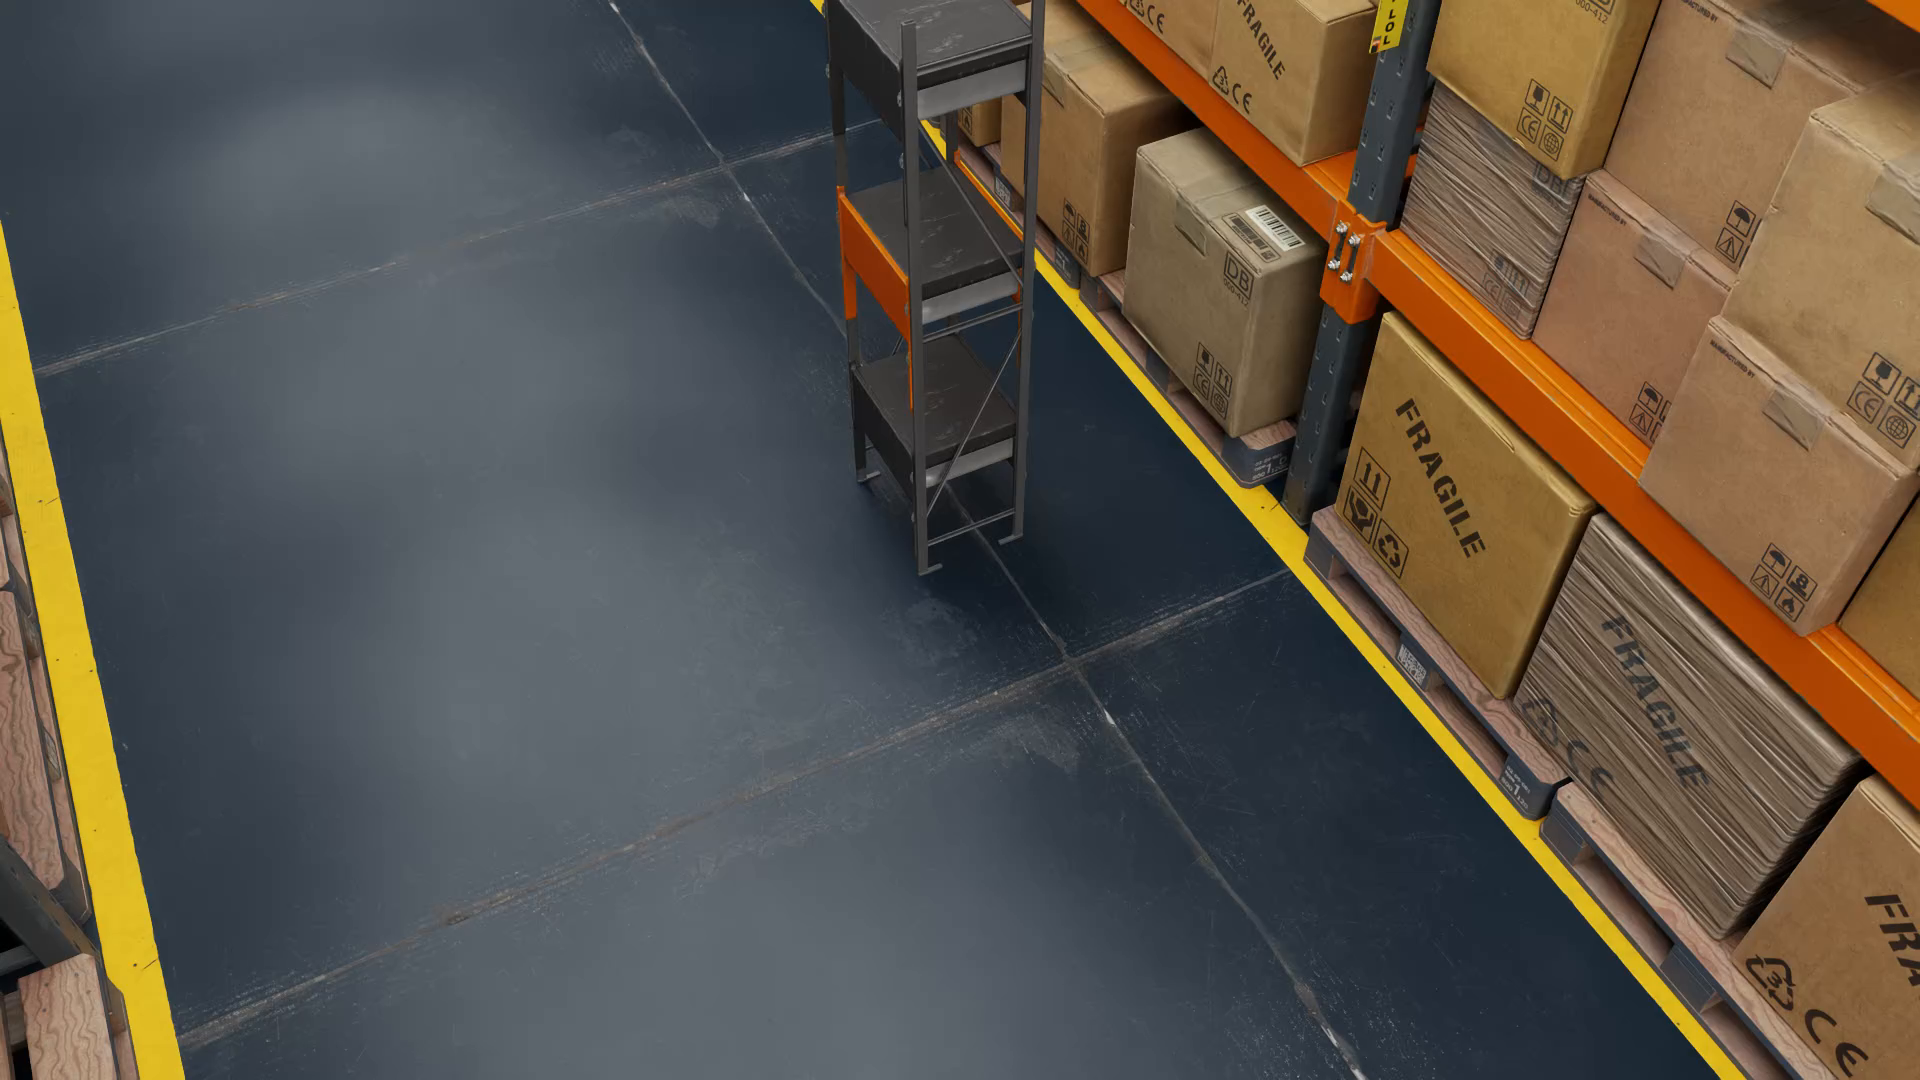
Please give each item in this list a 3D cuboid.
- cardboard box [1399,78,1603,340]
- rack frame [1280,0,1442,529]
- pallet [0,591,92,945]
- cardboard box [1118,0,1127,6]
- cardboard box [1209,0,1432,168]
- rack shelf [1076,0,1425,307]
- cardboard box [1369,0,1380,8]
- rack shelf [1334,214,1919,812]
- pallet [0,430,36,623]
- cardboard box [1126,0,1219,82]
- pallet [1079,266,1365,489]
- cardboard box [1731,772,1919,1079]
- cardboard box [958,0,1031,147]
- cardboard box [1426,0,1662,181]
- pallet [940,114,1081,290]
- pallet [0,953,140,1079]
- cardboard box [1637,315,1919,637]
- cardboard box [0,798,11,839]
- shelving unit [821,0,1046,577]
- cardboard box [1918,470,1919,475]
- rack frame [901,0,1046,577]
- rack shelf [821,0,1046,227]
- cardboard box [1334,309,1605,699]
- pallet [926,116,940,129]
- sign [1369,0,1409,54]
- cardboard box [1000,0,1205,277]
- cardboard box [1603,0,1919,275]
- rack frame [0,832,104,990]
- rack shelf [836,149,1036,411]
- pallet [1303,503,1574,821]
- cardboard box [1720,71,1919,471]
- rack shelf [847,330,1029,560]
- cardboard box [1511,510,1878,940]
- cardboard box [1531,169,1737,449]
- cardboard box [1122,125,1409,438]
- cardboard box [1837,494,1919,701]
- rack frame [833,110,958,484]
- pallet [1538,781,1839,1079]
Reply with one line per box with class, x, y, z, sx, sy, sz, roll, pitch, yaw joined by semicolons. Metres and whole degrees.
cardboard box;1.779;-1.048;4.574;0.875;0.550;0.550;-21;52;-18
rack frame;1.600;-1.241;4.843;1.000;3.000;0.127;-21;52;-18
pallet;-3.214;0.797;4.913;1.003;0.211;1.213;-21;52;-18
cardboard box;0.661;-2.208;5.622;0.500;0.500;0.500;-21;52;-17
cardboard box;1.123;-1.532;5.030;0.500;0.500;0.500;-21;52;-18
rack shelf;0.685;-2.343;6.285;1.077;0.370;4.000;-21;52;-18
cardboard box;1.367;-1.934;4.718;0.700;0.500;0.500;-22;52;-18
rack shelf;2.515;0.334;3.943;1.077;0.370;4.000;-21;52;-18
pallet;-3.777;-0.021;5.628;1.003;0.211;1.213;-21;52;-18
cardboard box;0.892;-1.870;5.326;0.500;0.500;0.500;-22;52;-18
pallet;1.180;-0.814;6.322;1.003;0.211;1.213;-21;52;-18
cardboard box;2.657;0.978;4.035;0.875;0.875;0.875;-22;52;-18
cardboard box;0.371;-2.294;6.979;1.050;0.750;0.750;-20;52;-17
cardboard box;1.738;-1.388;4.154;0.875;0.550;0.550;-21;52;-18
pallet;0.617;-1.631;7.037;1.003;0.211;1.213;-21;52;-18
pallet;-2.518;1.755;4.075;1.003;0.211;1.213;-21;52;-18
cardboard box;2.193;-0.286;3.907;0.875;0.550;0.550;-21;52;-18
cardboard box;-3.119;0.659;4.549;0.700;0.500;0.500;-25;53;-20
shelving unit;-0.076;-0.802;5.057;0.431;2.100;0.503;-21;52;-18
cardboard box;2.467;-0.299;3.201;0.875;0.550;0.500;-21;52;-18
rack frame;0.036;-0.639;4.914;0.400;2.100;0.015;-21;52;-18
rack shelf;-0.076;-1.254;4.540;0.431;0.518;0.480;-21;52;-18
cardboard box;1.825;-0.235;5.095;0.875;0.875;0.875;-20;52;-17
pallet;0.063;-2.447;7.750;1.003;0.211;1.213;-21;52;-18
sign;1.122;-1.403;4.268;0.100;0.325;0.005;-21;52;-18
cardboard box;0.798;-1.670;6.434;1.050;0.750;0.750;-21;52;-18
cardboard box;2.093;-1.059;3.867;0.875;0.550;0.550;-21;52;-18
rack frame;-2.857;0.399;3.408;1.000;3.000;0.127;-21;52;-18
rack shelf;-0.076;-0.793;5.067;0.431;0.518;0.480;-21;52;-18
pallet;1.878;0.212;5.424;1.003;0.211;1.213;-21;52;-18
cardboard box;2.218;-0.651;3.509;0.875;0.550;0.550;-21;52;-18
rack shelf;-0.076;-0.332;5.594;0.431;0.518;0.480;-21;52;-18
cardboard box;2.241;0.367;4.569;0.875;0.875;0.875;-21;52;-17
cardboard box;2.051;-0.688;4.259;0.875;0.550;0.550;-21;52;-18
cardboard box;1.236;-1.024;5.868;1.050;0.750;0.750;-21;52;-18
cardboard box;2.525;0.034;3.627;0.875;0.550;0.500;-21;52;-18
rack frame;-0.187;-0.965;5.199;0.400;2.100;0.015;-21;52;-18
pallet;2.440;1.030;4.709;1.003;0.211;1.213;-21;52;-18
